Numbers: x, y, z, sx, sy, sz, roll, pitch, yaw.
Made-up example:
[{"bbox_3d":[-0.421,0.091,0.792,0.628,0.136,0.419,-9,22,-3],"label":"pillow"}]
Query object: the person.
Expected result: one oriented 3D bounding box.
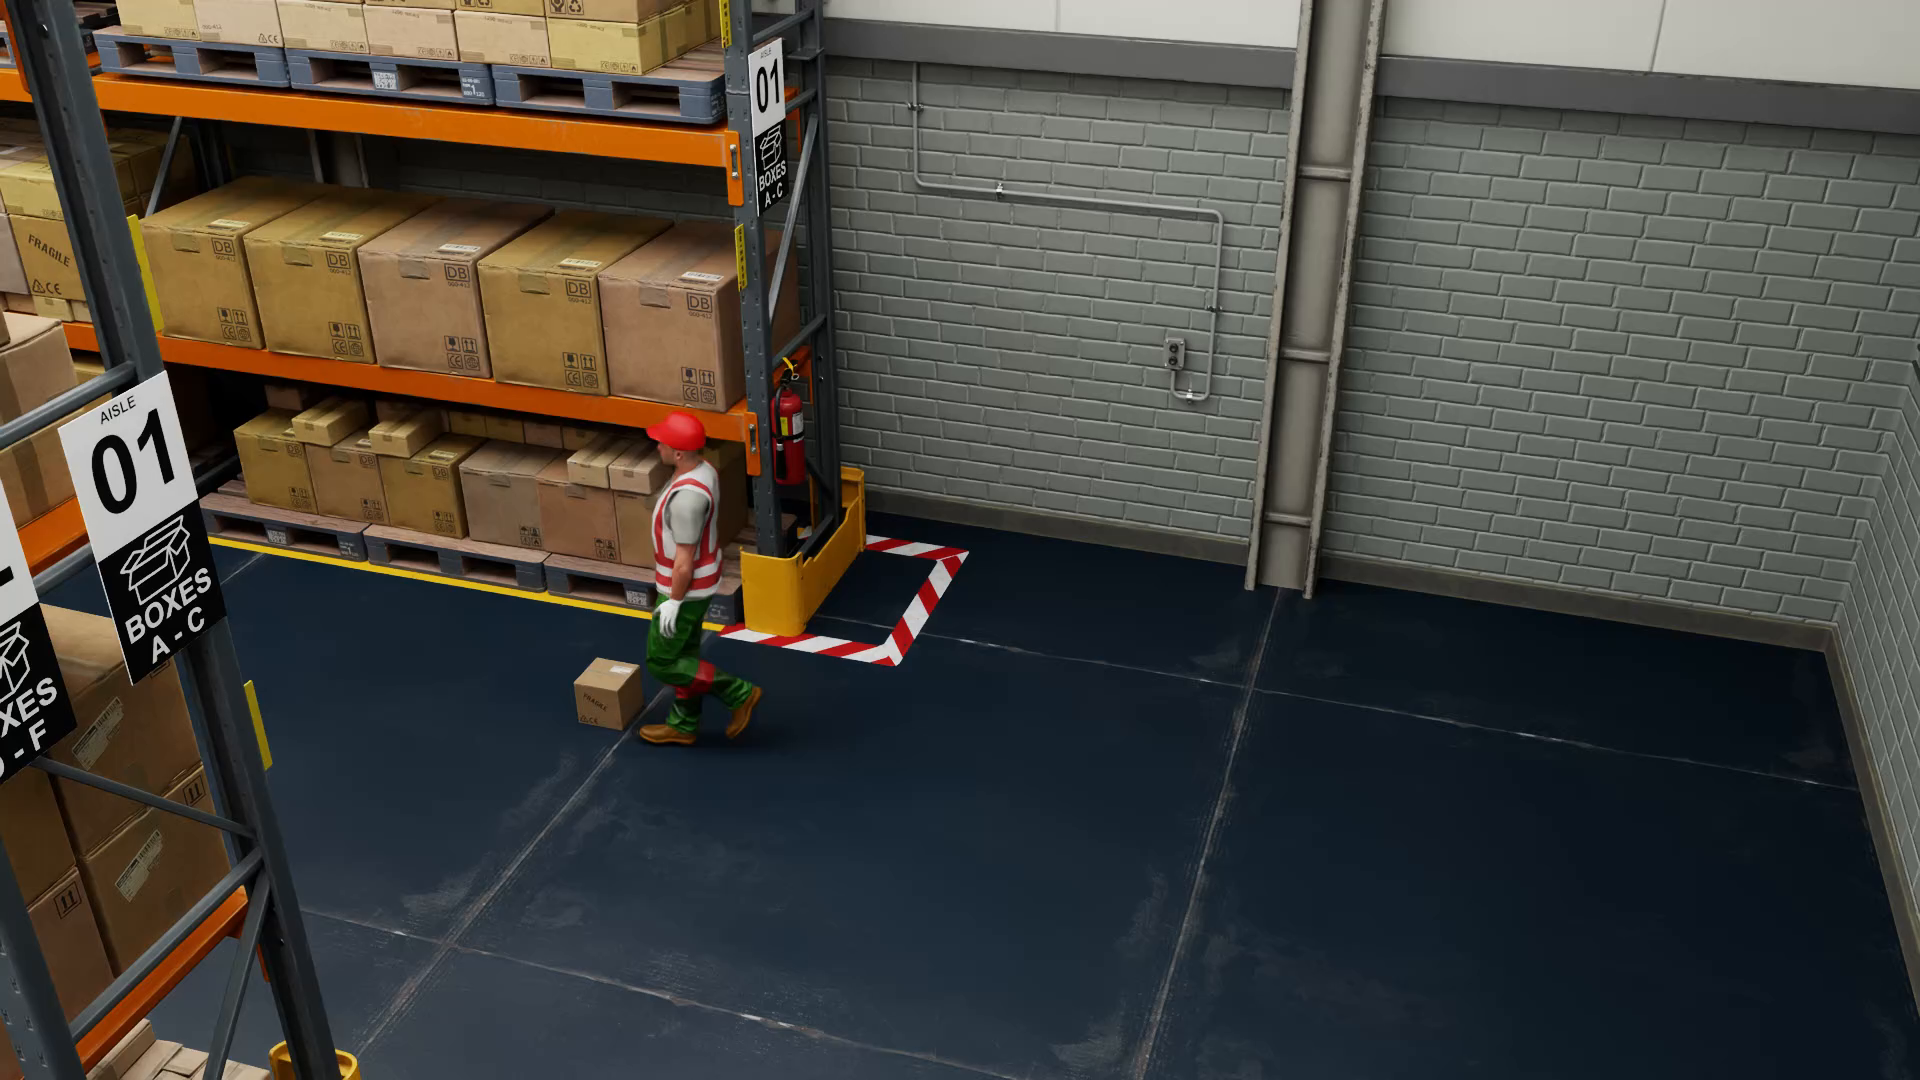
[{"bbox_3d":[-1.307,0.222,8.072,0.656,1.785,0.608,0,29,0],"label":"person"}]
